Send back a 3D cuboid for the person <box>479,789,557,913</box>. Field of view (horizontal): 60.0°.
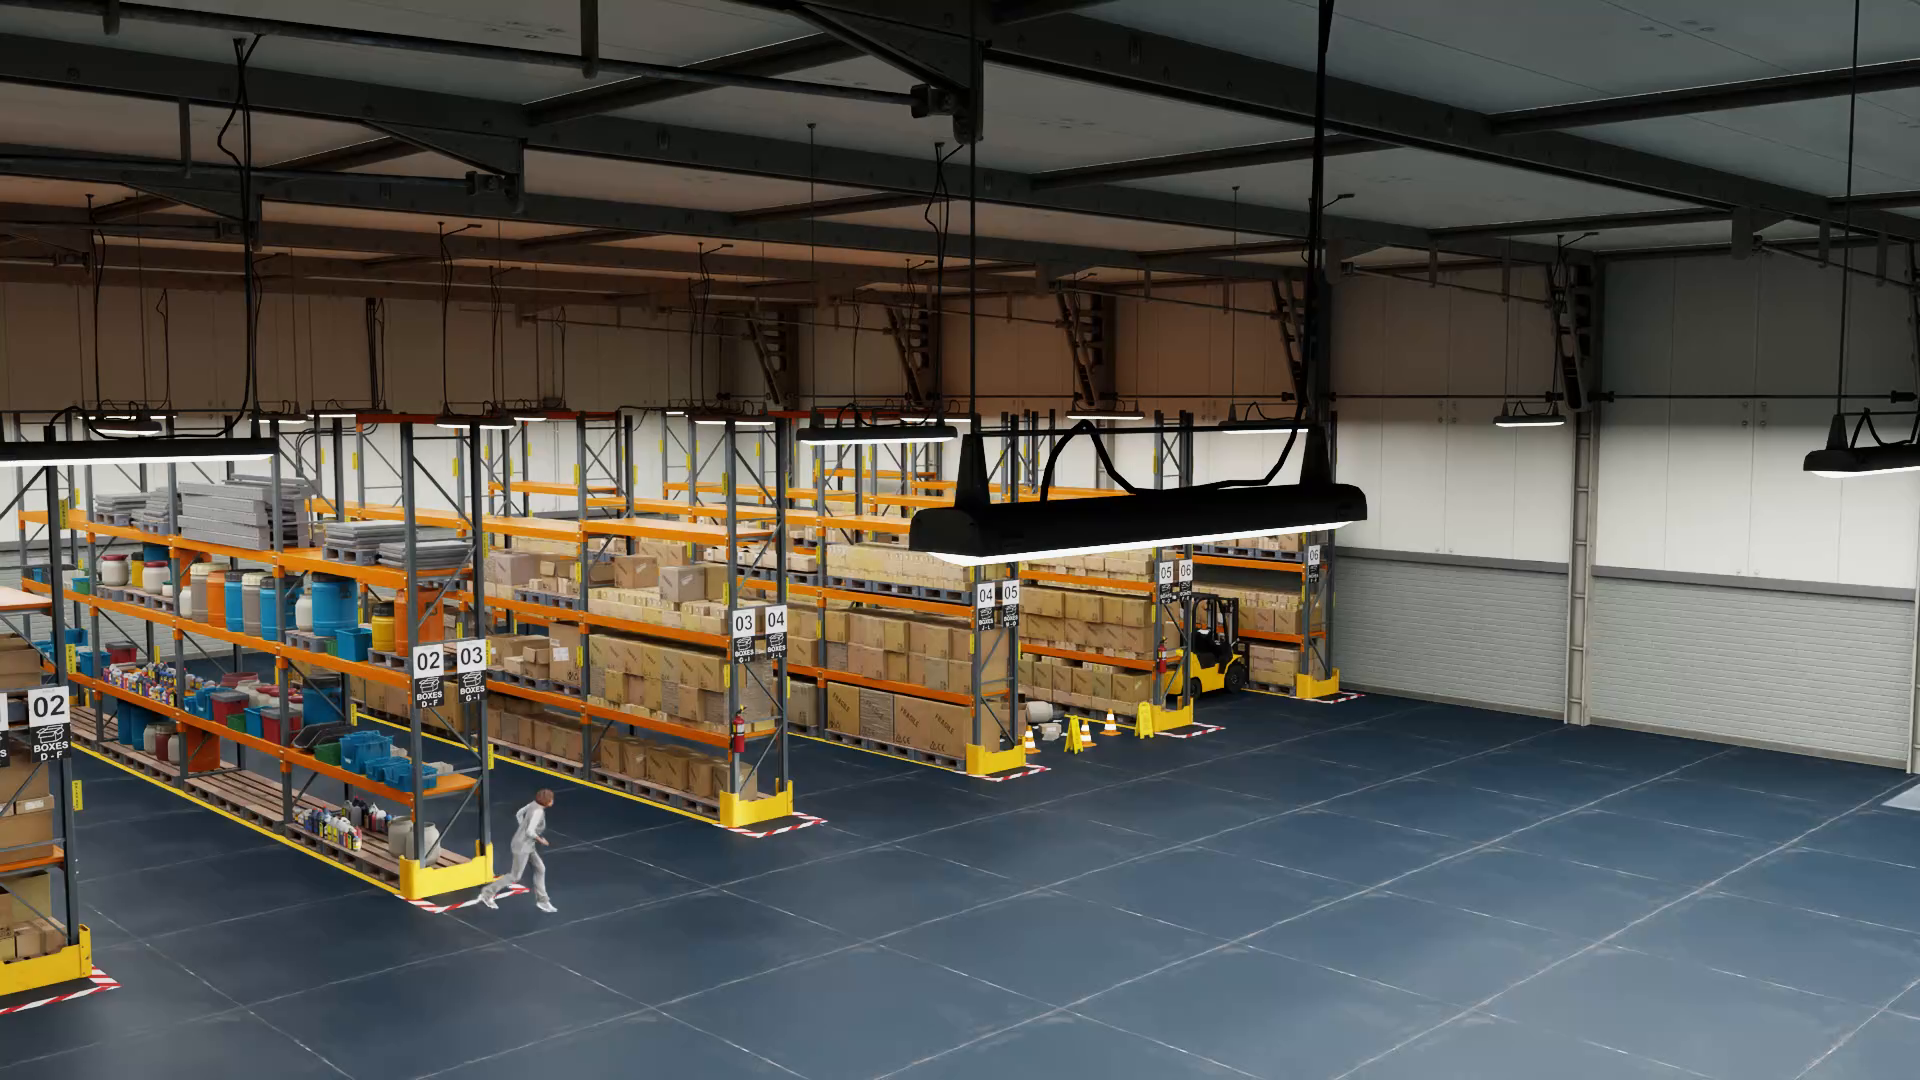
[{"bbox_3d":[-5.408,3.825,20.301,0.916,1.549,0.569,-2,5,-20],"label":"person"}]
